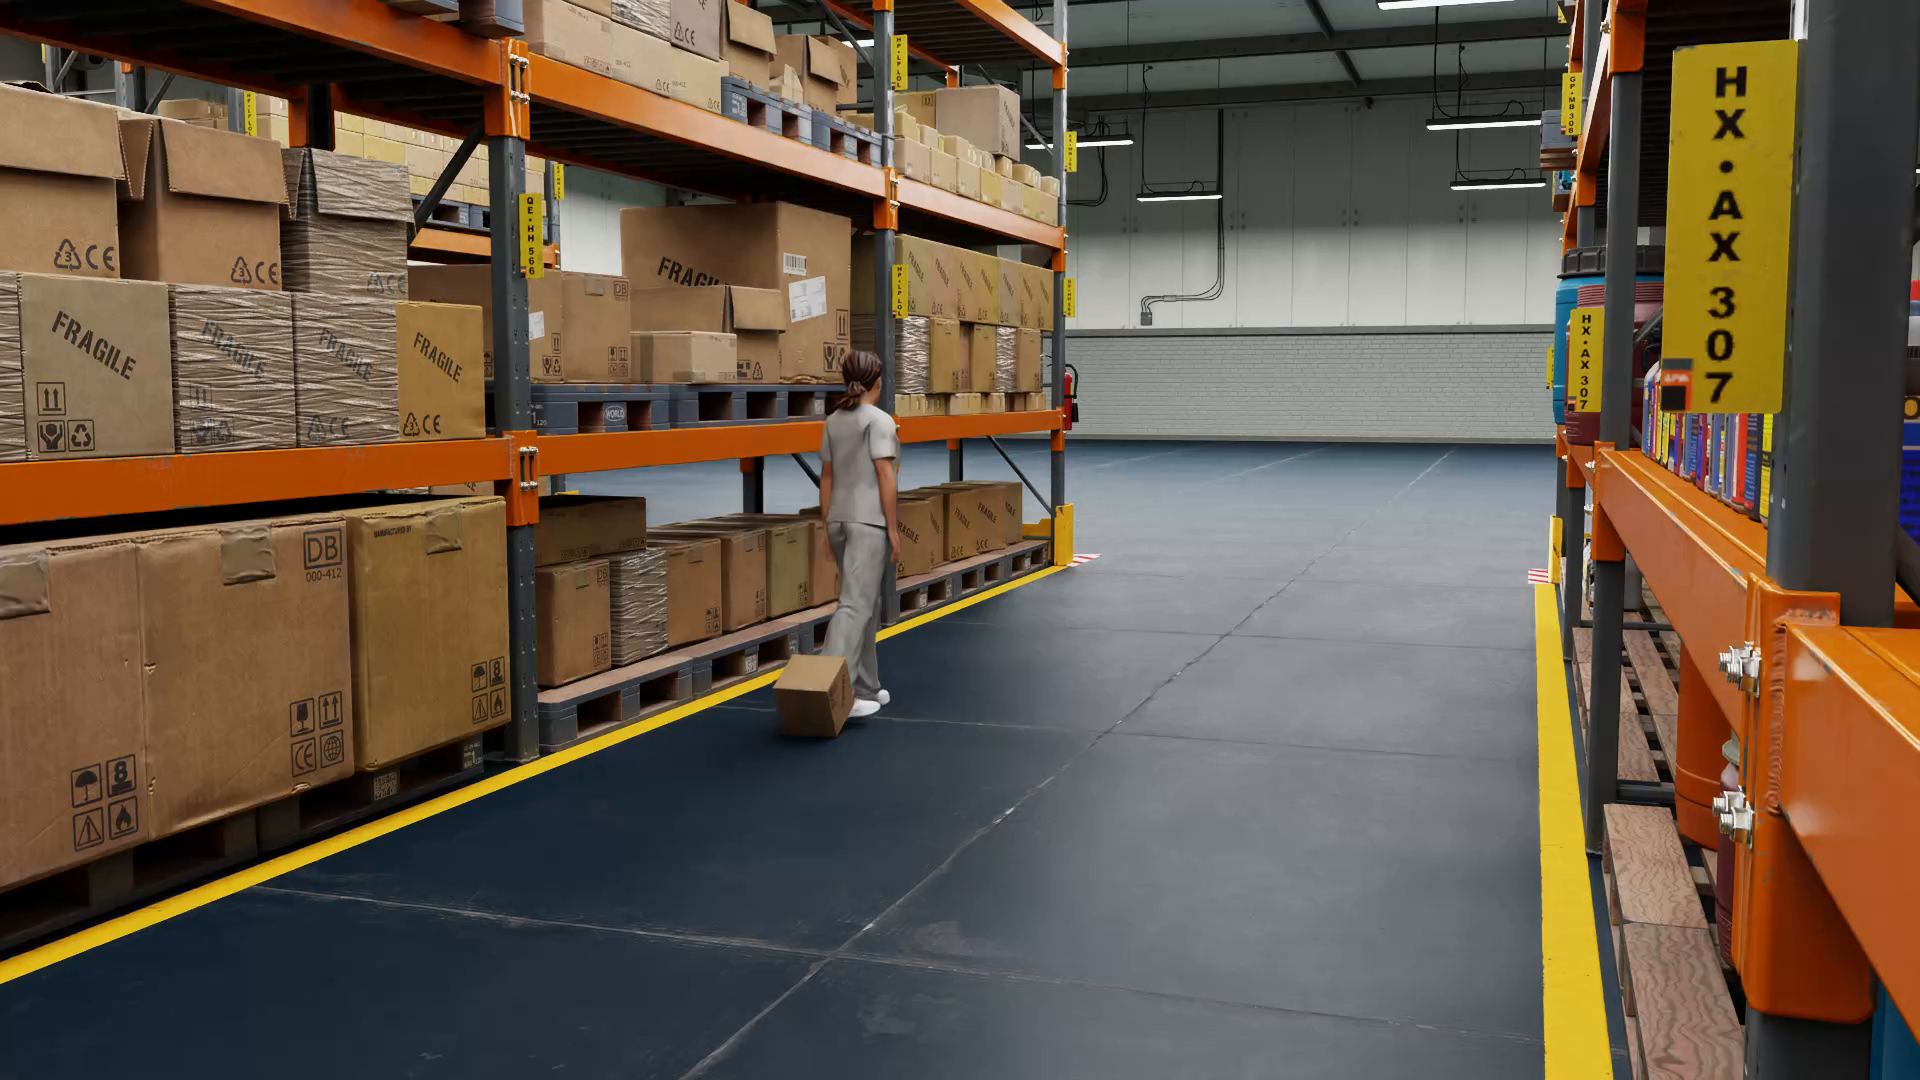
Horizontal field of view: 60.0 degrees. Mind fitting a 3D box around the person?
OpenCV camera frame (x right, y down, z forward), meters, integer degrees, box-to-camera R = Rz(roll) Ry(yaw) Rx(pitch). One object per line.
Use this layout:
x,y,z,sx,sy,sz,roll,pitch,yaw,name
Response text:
-0.480,-0.031,7.579,0.568,1.661,0.485,-5,7,-42,person
